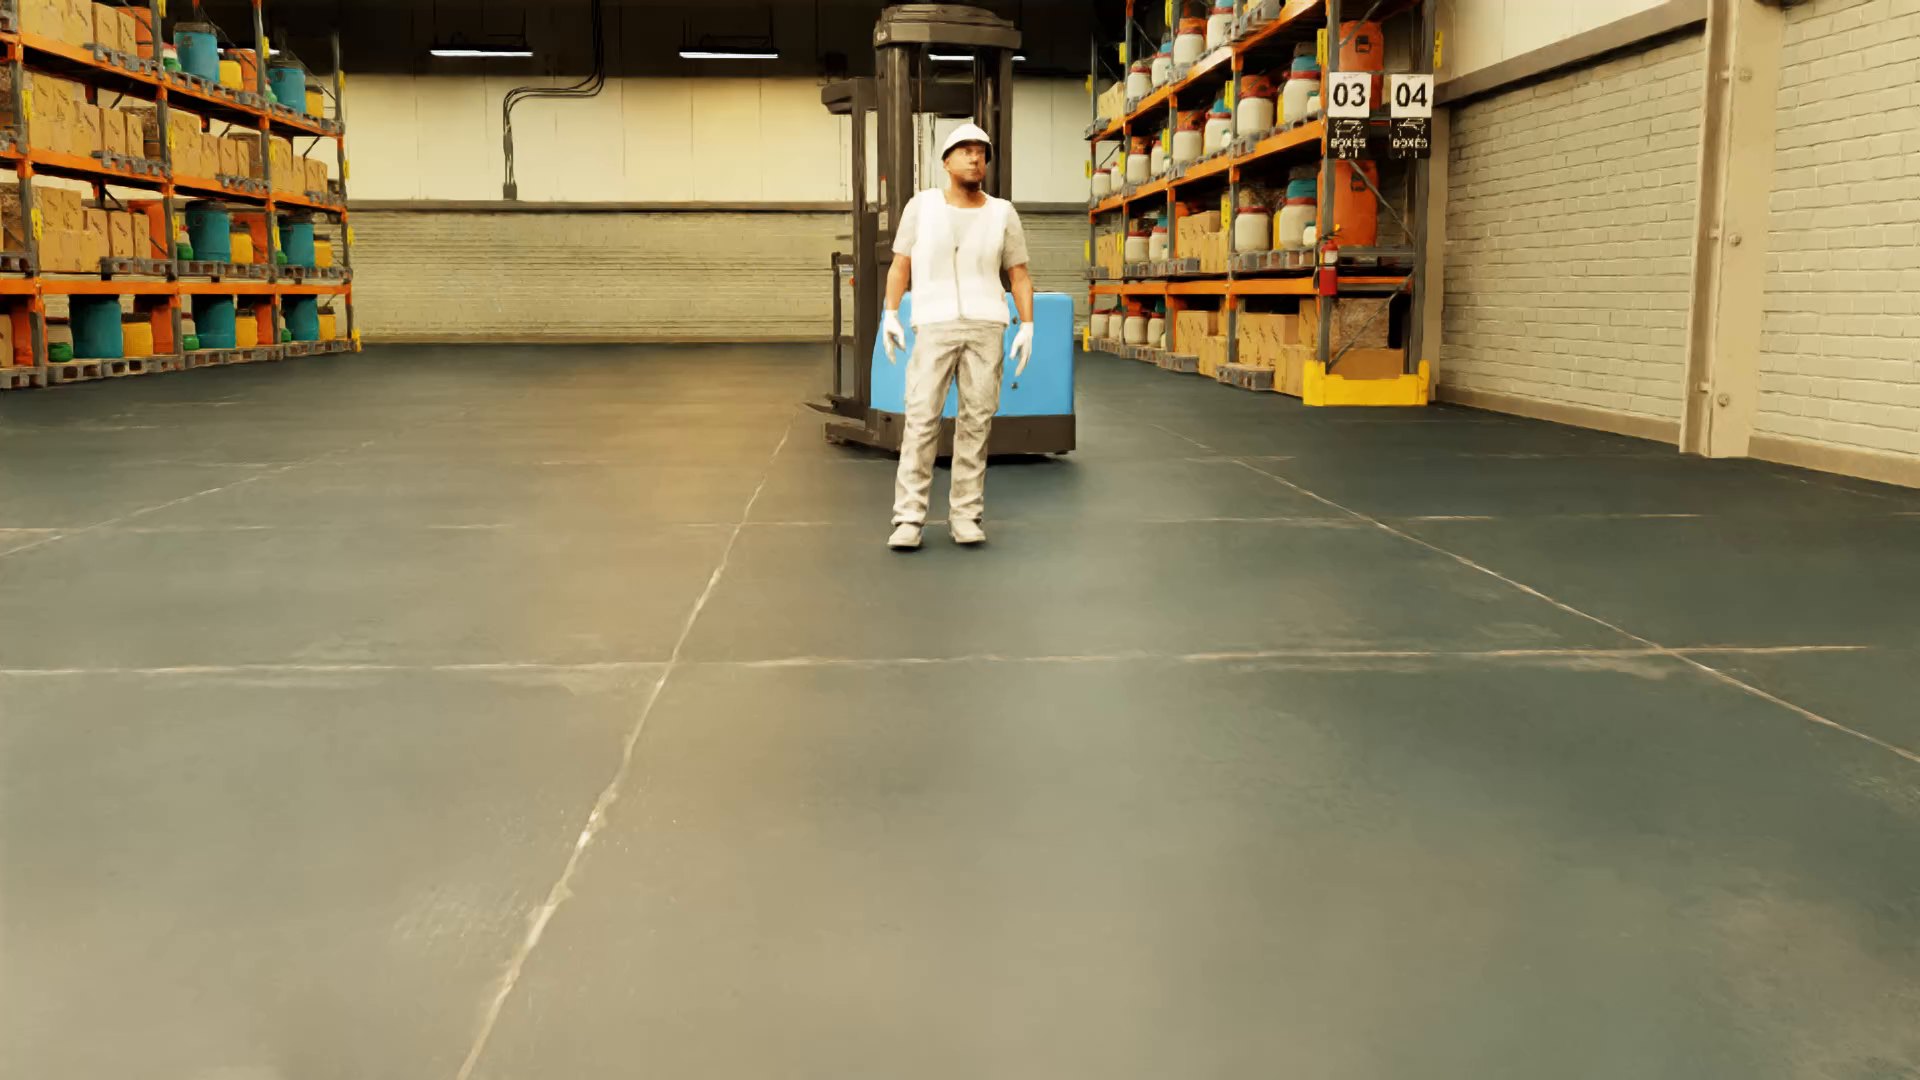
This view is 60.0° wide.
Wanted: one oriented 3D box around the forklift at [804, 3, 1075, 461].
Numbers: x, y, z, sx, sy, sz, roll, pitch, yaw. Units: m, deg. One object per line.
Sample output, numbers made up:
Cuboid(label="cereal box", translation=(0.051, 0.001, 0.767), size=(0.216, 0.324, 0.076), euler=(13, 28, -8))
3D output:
Cuboid(label="forklift", translation=(-0.310, -2.125, 11.646), size=(1.130, 2.935, 3.031), euler=(-4, 9, -23))

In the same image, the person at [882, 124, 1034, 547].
Cuboid(label="person", translation=(-0.003, -0.878, 7.106), size=(0.655, 1.782, 0.576), euler=(-1, 8, -4))
